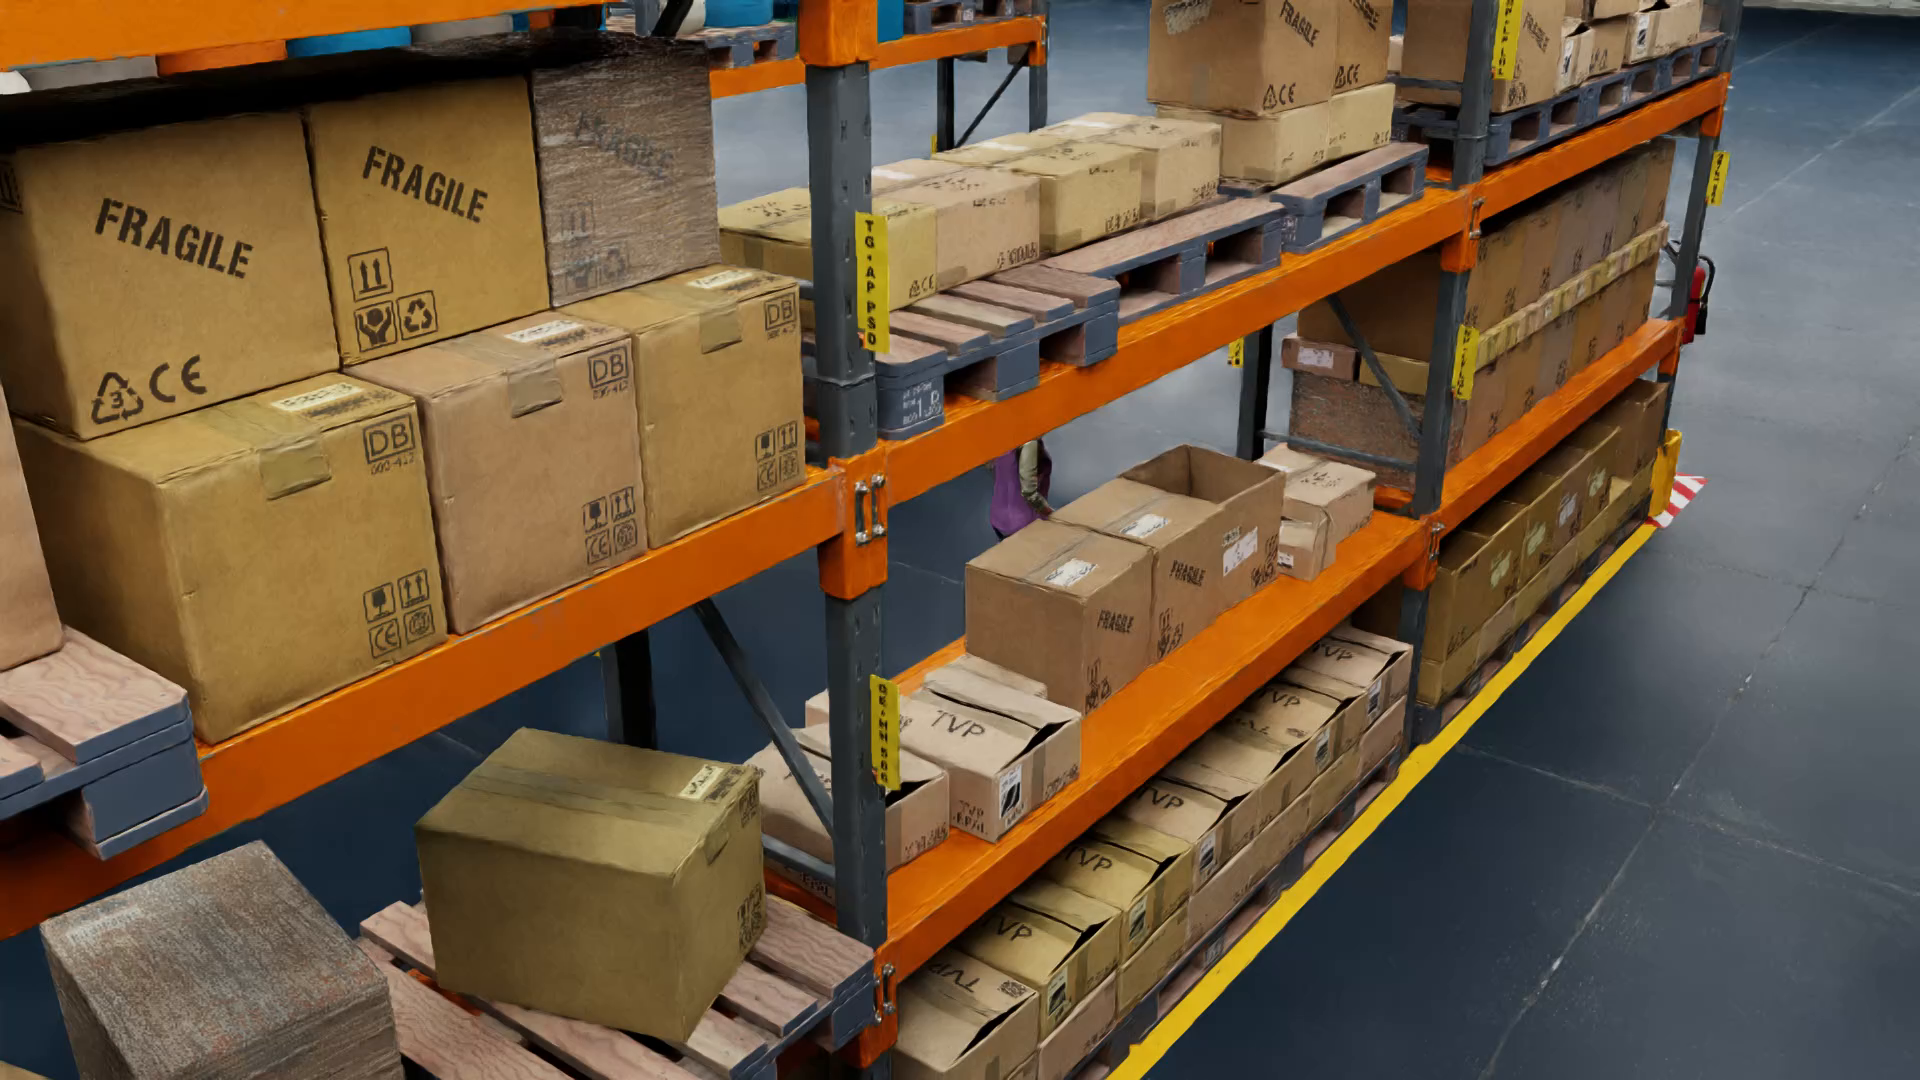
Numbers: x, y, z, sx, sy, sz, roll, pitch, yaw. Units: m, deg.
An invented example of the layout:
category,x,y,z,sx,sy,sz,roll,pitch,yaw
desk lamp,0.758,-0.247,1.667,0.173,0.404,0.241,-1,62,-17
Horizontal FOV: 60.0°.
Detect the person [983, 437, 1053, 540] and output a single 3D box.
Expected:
category,x,y,z,sx,sy,sz,roll,pitch,yaw
person,0.357,-0.102,8.904,0.439,1.546,0.585,-17,29,-33
